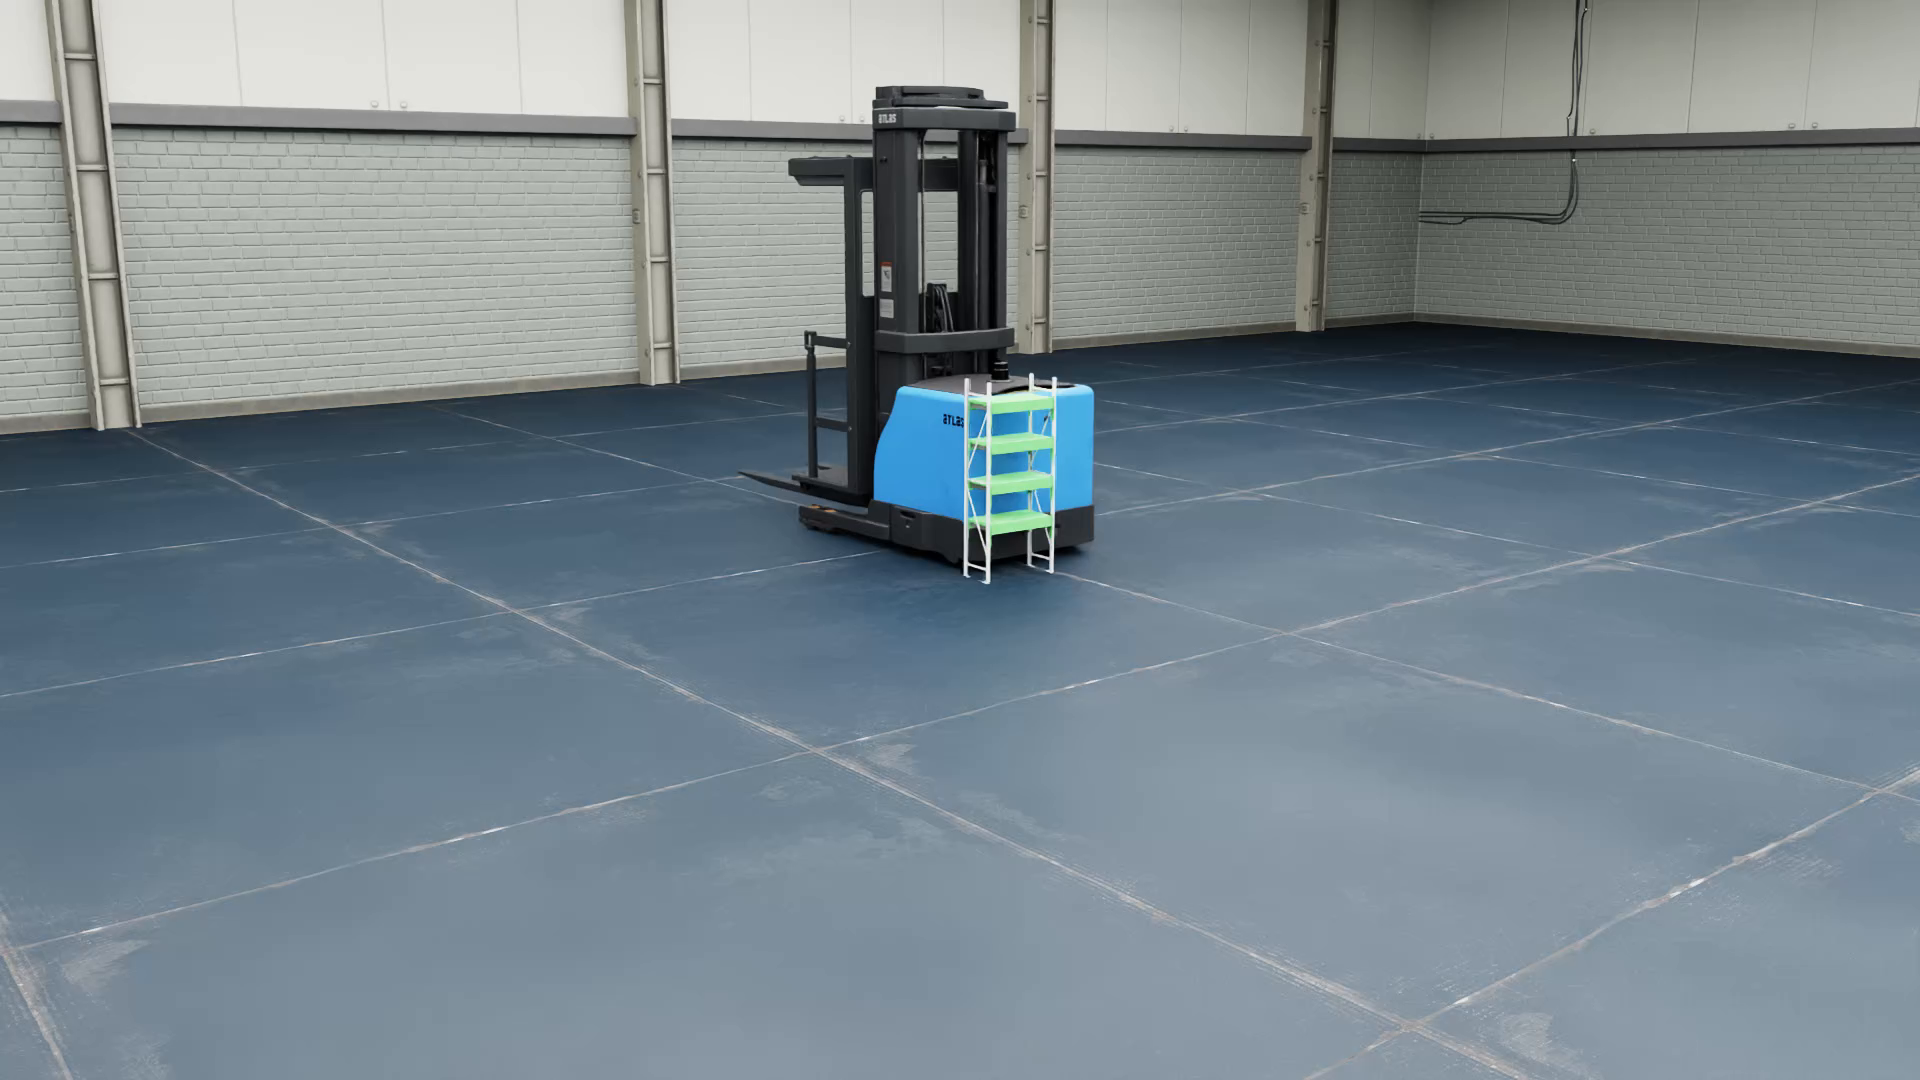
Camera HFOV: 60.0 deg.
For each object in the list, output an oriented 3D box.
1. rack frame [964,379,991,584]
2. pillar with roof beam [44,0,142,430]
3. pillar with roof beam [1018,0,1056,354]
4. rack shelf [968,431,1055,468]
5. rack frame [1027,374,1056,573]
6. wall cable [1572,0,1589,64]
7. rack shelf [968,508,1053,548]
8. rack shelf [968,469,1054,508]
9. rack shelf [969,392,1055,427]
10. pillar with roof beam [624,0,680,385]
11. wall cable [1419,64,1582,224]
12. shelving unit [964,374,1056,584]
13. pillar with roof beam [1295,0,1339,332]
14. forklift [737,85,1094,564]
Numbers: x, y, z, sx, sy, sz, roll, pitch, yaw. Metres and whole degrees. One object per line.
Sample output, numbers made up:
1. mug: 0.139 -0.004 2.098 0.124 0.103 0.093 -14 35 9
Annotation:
1. rack frame: 0.103 -0.344 9.856 0.015 1.200 0.240 -9 15 -35
2. pillar with roof beam: -5.615 -4.817 12.150 0.400 9.000 9.100 -9 15 -38
3. pillar with roof beam: 3.755 -6.374 19.483 0.400 9.000 9.100 -9 15 -38
4. rack shelf: 0.300 -0.546 9.960 0.480 0.148 0.258 -9 15 -35
5. rack frame: 0.497 -0.404 10.138 0.015 1.200 0.240 -9 15 -35
6. wall cable: 10.567 -8.532 24.960 0.112 2.526 3.097 -9 15 -38
7. rack shelf: 0.299 -0.077 10.062 0.480 0.148 0.258 -9 15 -35
8. rack shelf: 0.300 -0.311 10.011 0.480 0.148 0.258 -9 15 -35
9. rack shelf: 0.301 -0.781 9.909 0.480 0.148 0.258 -9 15 -35
10. pillar with roof beam: -0.930 -5.596 15.817 0.400 9.000 9.100 -9 15 -38
11. wall cable: 8.877 -6.500 27.551 0.112 2.526 3.097 -9 15 -38
12. shelving unit: 0.300 -0.374 9.997 0.503 1.200 0.258 -9 15 -35
13. pillar with roof beam: 8.440 -7.153 23.150 0.400 9.000 9.100 -9 15 -38
14. forklift: -0.457 -1.536 11.305 1.130 2.935 3.031 -10 15 -39
